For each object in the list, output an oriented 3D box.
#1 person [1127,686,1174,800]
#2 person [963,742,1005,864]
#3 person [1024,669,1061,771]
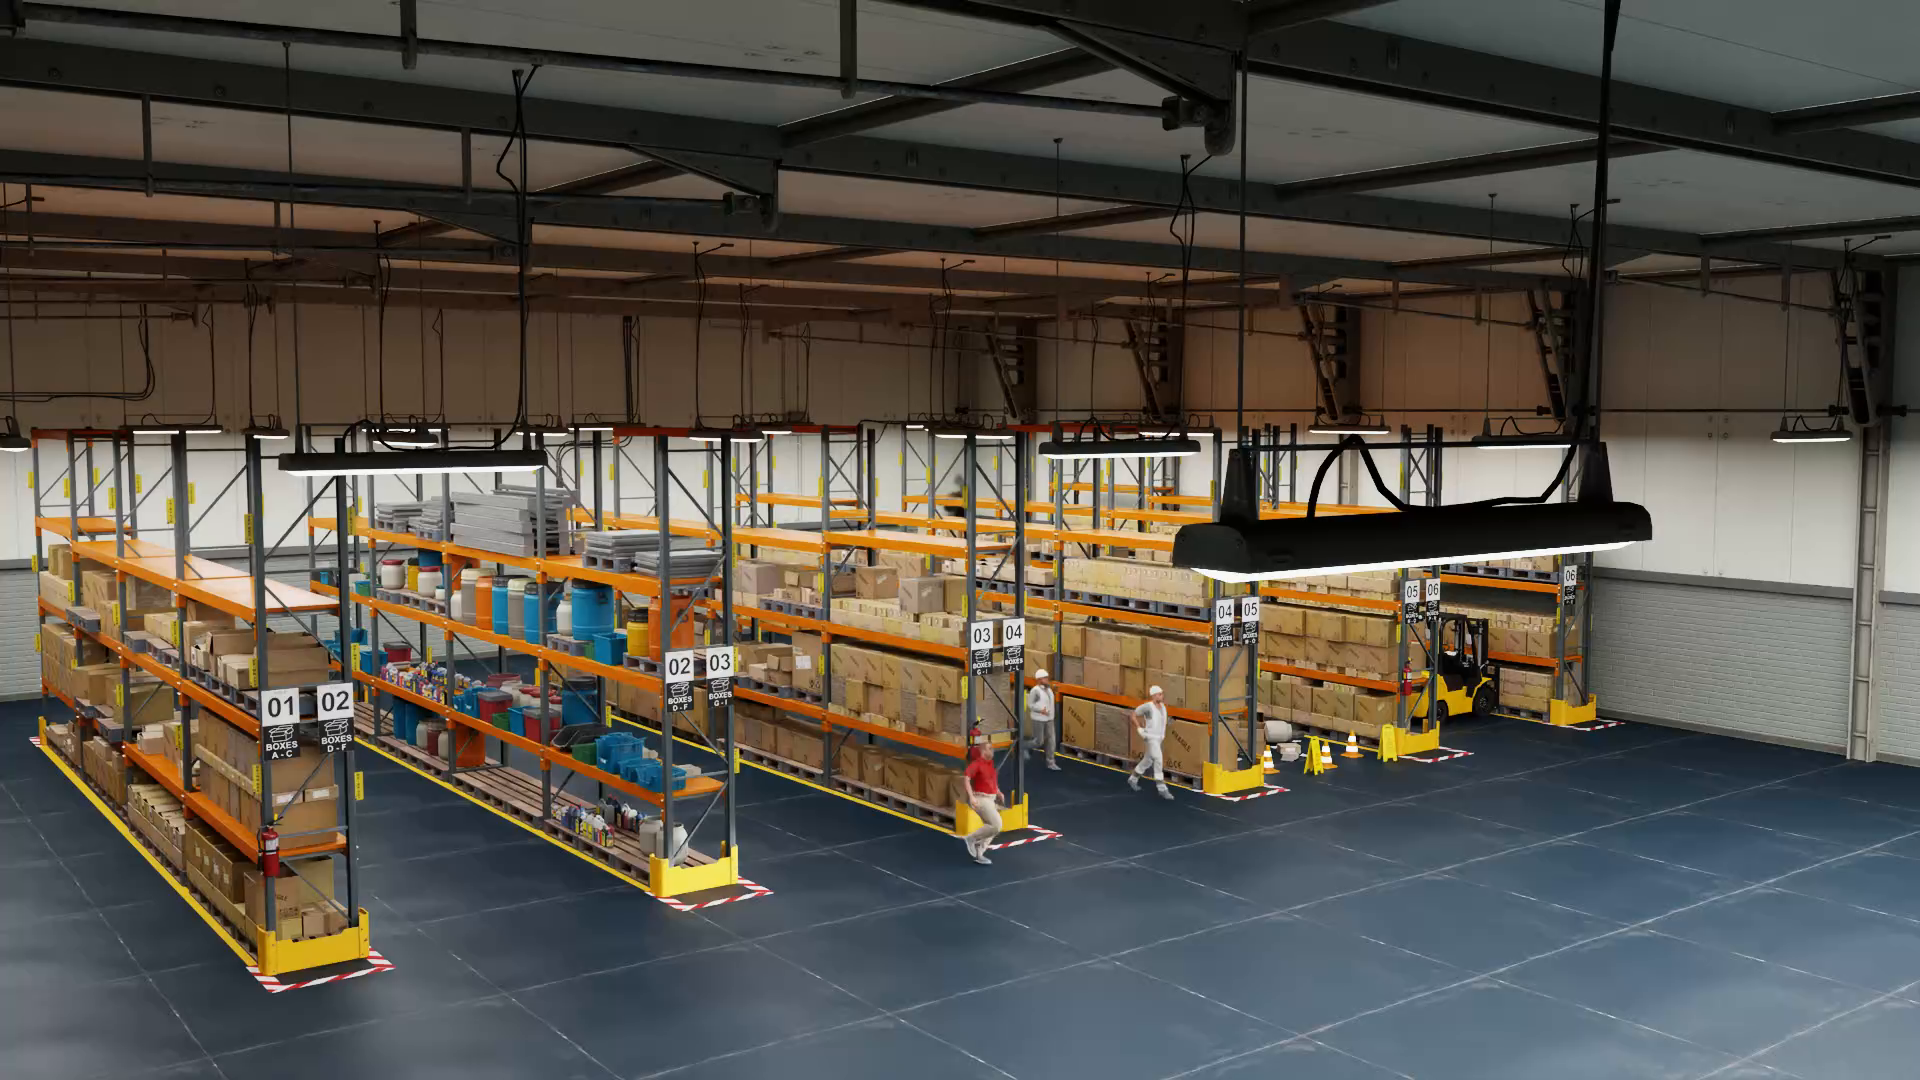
[{"bbox_3d":[3.184,3.265,27.193,0.988,1.773,0.657,4,6,38],"label":"person"},{"bbox_3d":[0.392,3.675,23.345,0.539,1.646,0.700,2,5,22],"label":"person"},{"bbox_3d":[1.435,3.156,29.336,0.662,1.764,0.914,-4,6,-43],"label":"person"}]
